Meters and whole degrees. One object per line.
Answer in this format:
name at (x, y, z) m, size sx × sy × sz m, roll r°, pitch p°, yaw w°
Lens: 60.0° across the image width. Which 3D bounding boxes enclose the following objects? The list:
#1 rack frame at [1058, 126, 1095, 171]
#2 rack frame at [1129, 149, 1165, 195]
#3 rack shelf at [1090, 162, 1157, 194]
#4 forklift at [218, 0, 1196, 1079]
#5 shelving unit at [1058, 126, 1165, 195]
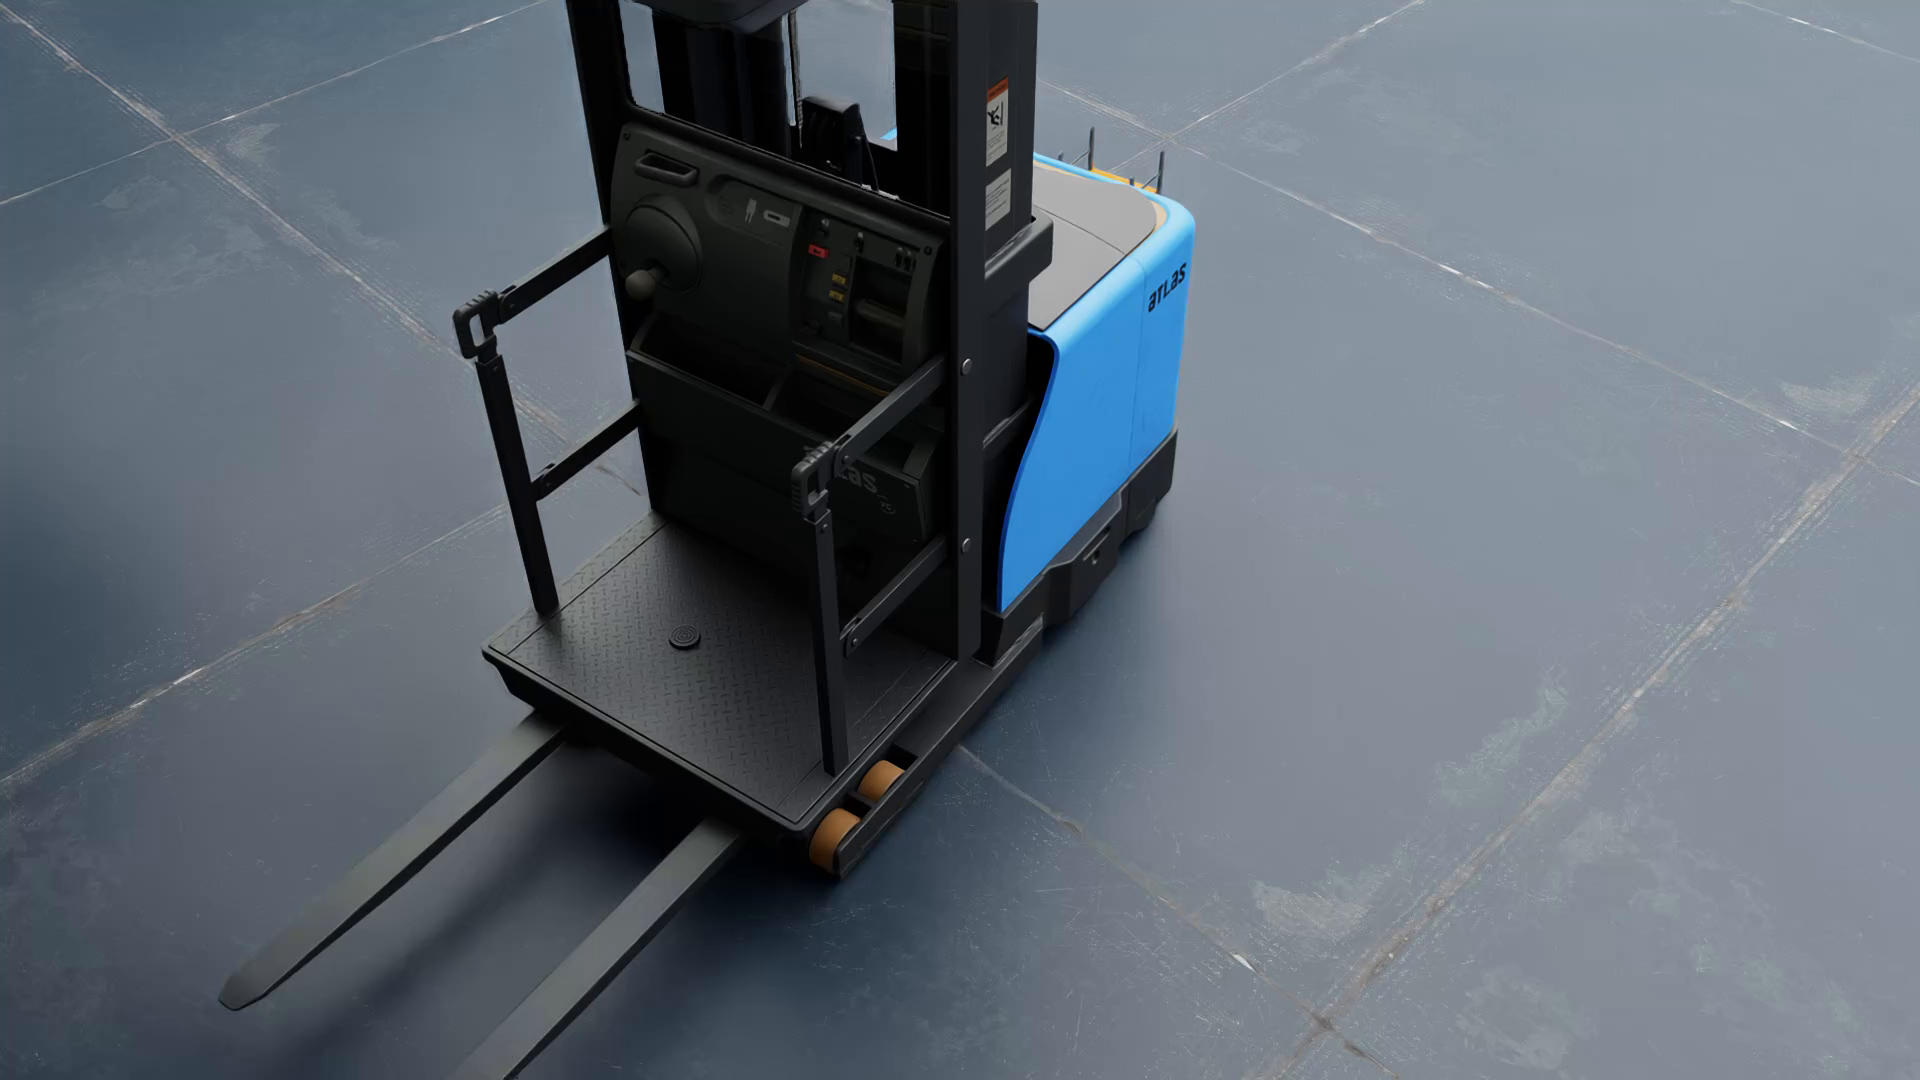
rack frame at (0.352, -0.818, 5.362) m, size 0.008 × 1.050 × 0.200 m, roll 25°, pitch 48°, yaw 24°
rack frame at (0.554, -0.725, 5.261) m, size 0.008 × 1.050 × 0.200 m, roll 25°, pitch 48°, yaw 24°
rack shelf at (0.453, -0.972, 5.126) m, size 0.240 × 0.259 × 0.215 m, roll 25°, pitch 48°, yaw 24°
forklift at (-0.565, -0.588, 3.726) m, size 1.130 × 2.935 × 3.031 m, roll 25°, pitch 48°, yaw 24°
shelving unit at (0.453, -0.772, 5.311) m, size 0.252 × 1.050 × 0.215 m, roll 25°, pitch 48°, yaw 24°
